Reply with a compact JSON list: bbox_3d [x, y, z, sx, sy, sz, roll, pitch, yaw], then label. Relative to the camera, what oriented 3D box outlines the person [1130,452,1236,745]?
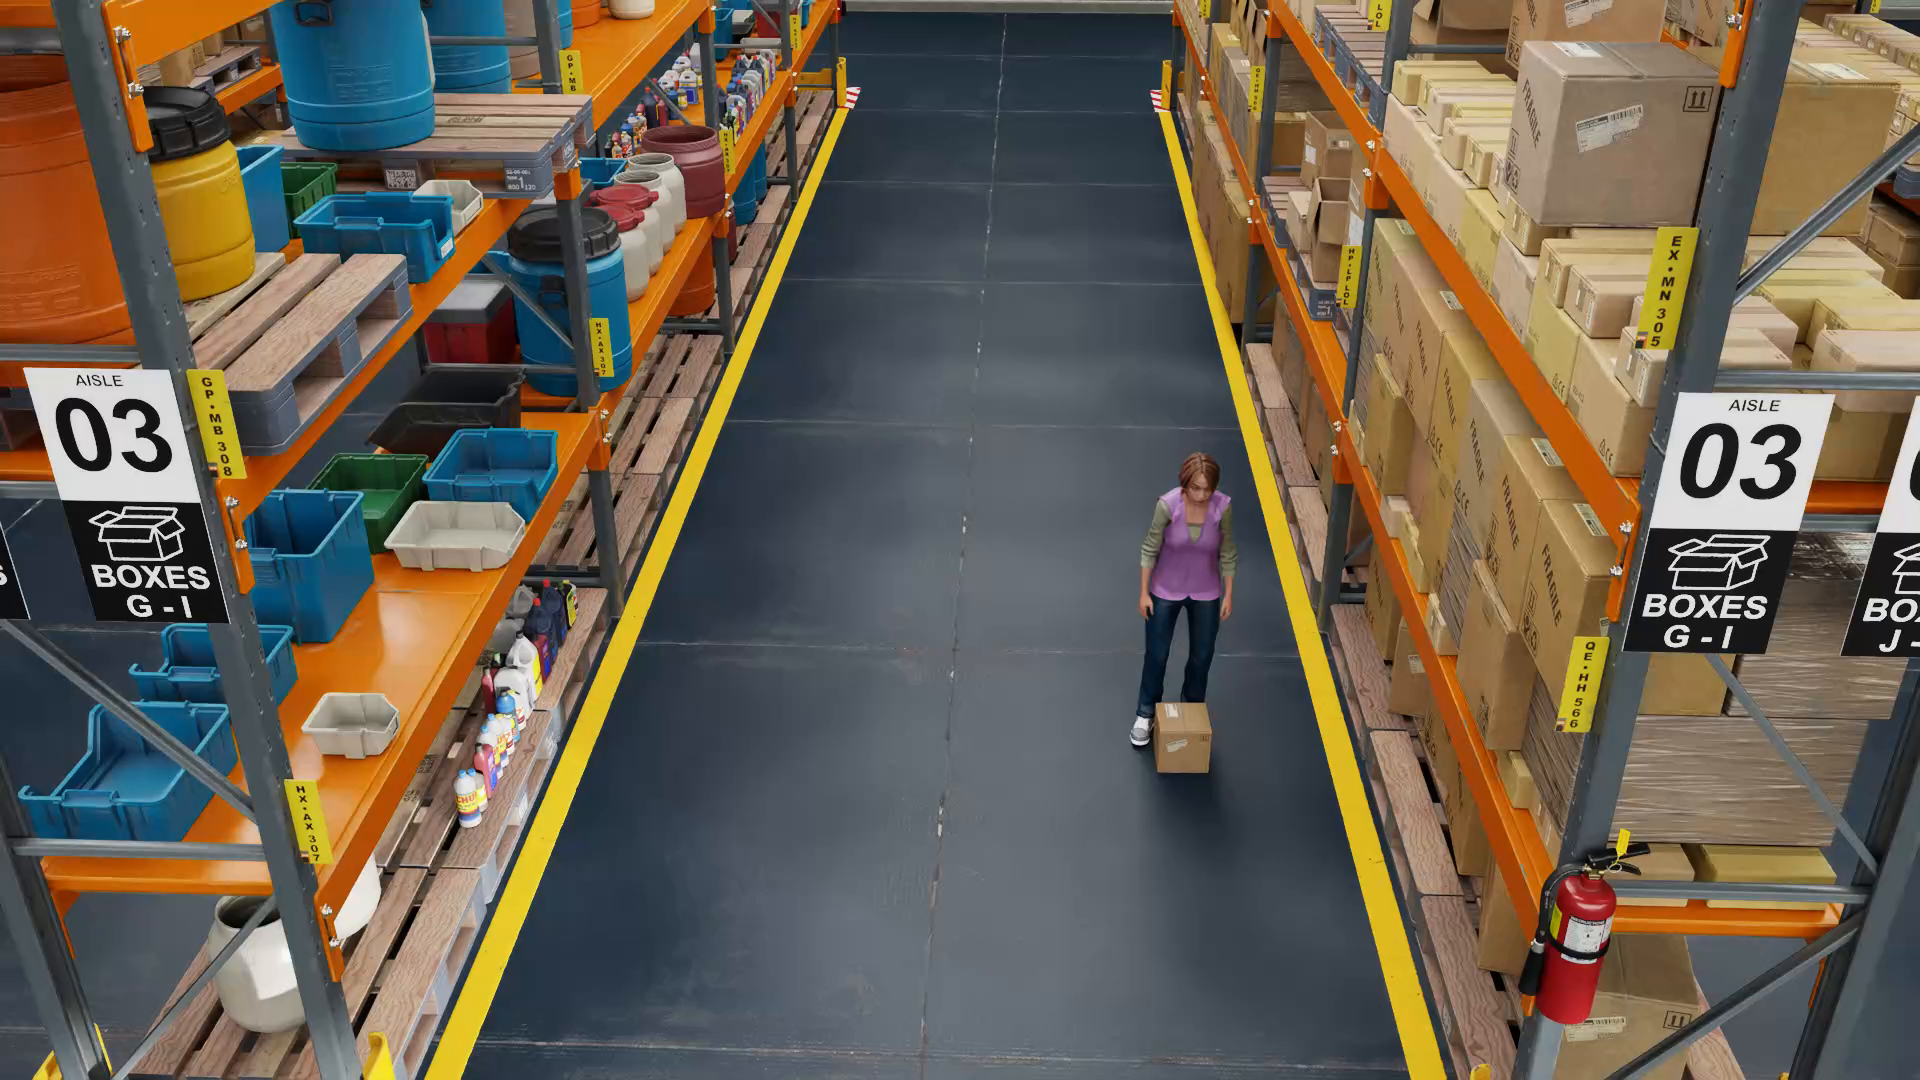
[{"bbox_3d":[1.099,0.278,8.119,0.467,1.593,0.350,1,28,2],"label":"person"}]
